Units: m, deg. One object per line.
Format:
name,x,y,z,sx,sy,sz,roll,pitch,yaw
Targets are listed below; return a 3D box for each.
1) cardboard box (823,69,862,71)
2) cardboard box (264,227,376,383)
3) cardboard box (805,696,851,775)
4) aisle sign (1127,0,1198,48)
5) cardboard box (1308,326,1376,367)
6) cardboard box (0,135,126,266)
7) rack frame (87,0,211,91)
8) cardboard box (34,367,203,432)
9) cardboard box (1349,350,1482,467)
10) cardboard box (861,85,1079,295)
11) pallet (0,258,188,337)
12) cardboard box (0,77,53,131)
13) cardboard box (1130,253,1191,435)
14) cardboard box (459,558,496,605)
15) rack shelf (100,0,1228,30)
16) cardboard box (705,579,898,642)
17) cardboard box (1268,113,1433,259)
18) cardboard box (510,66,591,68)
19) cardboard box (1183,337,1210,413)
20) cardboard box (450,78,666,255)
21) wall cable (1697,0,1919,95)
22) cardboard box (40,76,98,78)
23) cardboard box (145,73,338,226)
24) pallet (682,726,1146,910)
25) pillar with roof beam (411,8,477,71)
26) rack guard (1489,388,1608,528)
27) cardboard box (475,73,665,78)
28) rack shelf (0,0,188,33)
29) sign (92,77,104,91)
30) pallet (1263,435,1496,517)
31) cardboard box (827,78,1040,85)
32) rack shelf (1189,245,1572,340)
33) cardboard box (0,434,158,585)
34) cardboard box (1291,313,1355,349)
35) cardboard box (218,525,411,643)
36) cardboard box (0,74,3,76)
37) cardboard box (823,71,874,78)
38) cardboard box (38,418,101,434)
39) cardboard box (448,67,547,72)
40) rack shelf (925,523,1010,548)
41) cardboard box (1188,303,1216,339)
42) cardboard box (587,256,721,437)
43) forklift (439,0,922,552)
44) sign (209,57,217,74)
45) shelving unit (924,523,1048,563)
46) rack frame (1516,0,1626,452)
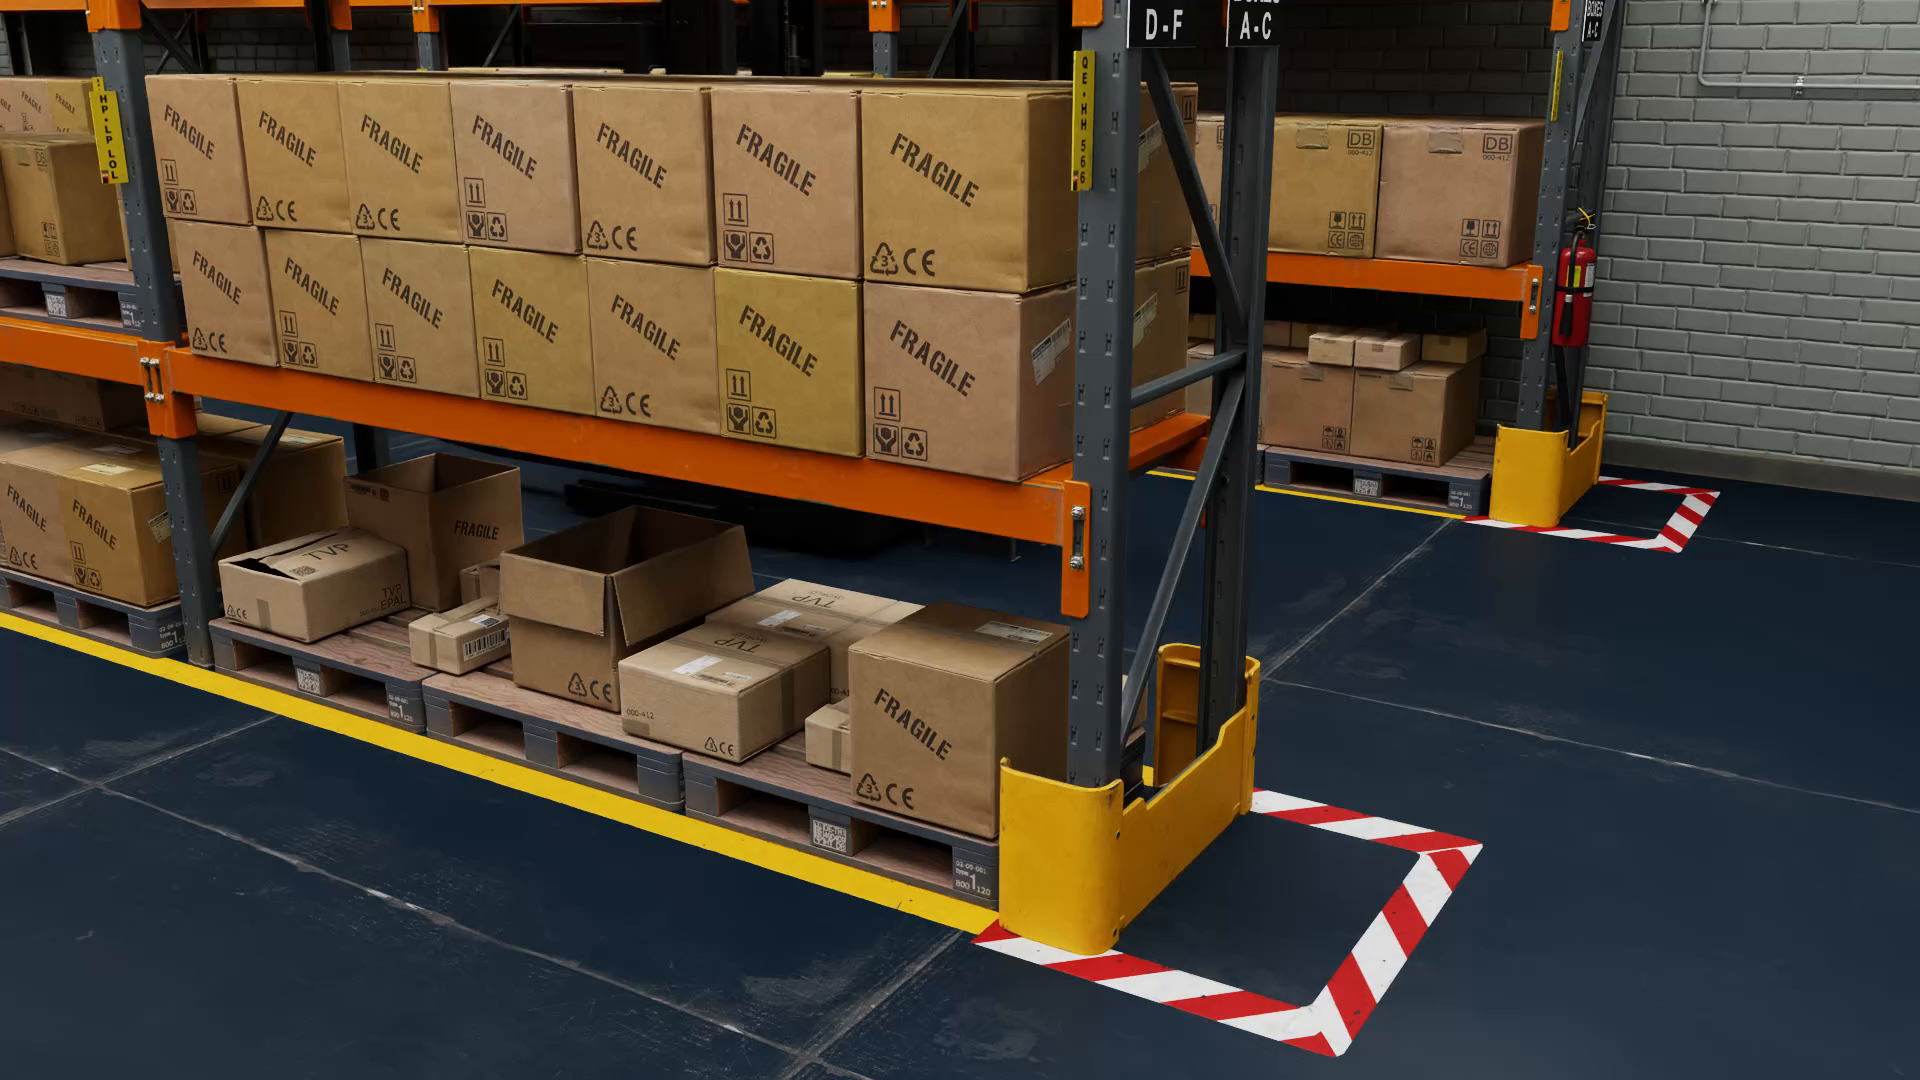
cardboard box,-0.920,-3.045,11.235,0.500,0.250,0.500,10,20,31
cardboard box,-2.075,-0.872,5.919,0.500,0.500,0.500,11,20,31
cardboard box,-0.286,0.602,5.357,0.250,0.166,0.380,10,20,30
aisle sign,0.502,-1.595,4.000,0.004,0.787,0.394,10,20,30
cardboard box,2.121,-1.075,9.222,0.250,0.149,0.380,11,20,32
cardboard box,-3.710,-1.511,7.301,0.500,0.500,0.700,14,22,39
rack frame,-7.032,-3.490,14.711,0.127,3.000,1.000,10,20,30
cardboard box,-3.941,-0.706,7.796,0.500,0.250,0.500,10,20,30
cardboard box,2.544,-0.752,9.273,0.500,0.500,0.700,10,20,30
cardboard box,0.081,-0.964,4.500,0.500,0.500,0.500,10,20,30
pallet,-3.428,-1.103,7.181,1.213,0.211,1.003,10,20,30
cardboard box,-8.449,-3.936,15.112,0.500,0.500,0.500,9,19,28
cardboard box,0.364,-0.618,5.084,0.500,0.500,0.500,11,20,31
cardboard box,-1.820,0.166,6.822,0.250,0.149,0.380,10,20,30
rack shelf,-1.100,-1.833,5.332,4.000,0.370,1.077,10,20,30
cardboard box,-0.563,0.362,6.001,0.500,0.250,0.500,10,20,30
cardboard box,2.128,-1.992,9.261,0.700,0.700,0.980,10,20,30
cardboard box,-3.102,-3.436,12.523,0.500,0.250,0.500,11,20,32
cardboard box,1.231,-0.984,10.036,0.500,0.500,0.700,11,20,31
cardboard box,-1.232,-1.196,5.266,0.500,0.500,0.500,11,20,32
wall cable,4.779,-2.191,8.685,1.851,1.984,0.084,10,20,30
cardboard box,-8.184,-4.067,15.543,0.500,0.500,0.500,11,20,32
cardboard box,-2.550,-1.431,6.039,0.500,0.500,0.500,11,20,31
pallet,-0.141,0.764,5.503,1.213,0.211,1.003,10,20,30
pillar with roof beam,-6.532,-5.098,9.682,0.400,9.000,9.100,10,20,30
rack guard,3.214,-0.465,9.054,0.348,0.500,1.175,10,20,30
cardboard box,-1.371,-1.406,5.956,0.500,0.500,0.500,10,20,30
rack shelf,-8.737,-4.886,15.381,4.000,0.370,1.077,10,20,30
sign,-7.310,-3.769,14.139,0.005,0.325,0.100,10,20,30
pallet,2.471,-0.433,9.444,1.213,0.211,1.003,10,20,30
cardboard box,-0.086,-1.174,5.194,0.500,0.500,0.500,10,20,31
rack shelf,1.489,-1.625,9.808,4.000,0.370,1.077,10,20,30
cardboard box,-3.792,-0.142,7.232,0.500,0.500,0.500,10,20,30
cardboard box,2.110,-1.208,9.658,0.250,0.149,0.380,10,20,31
cardboard box,-2.560,0.147,6.605,0.500,0.311,0.500,10,20,30
cardboard box,-9.504,-4.297,16.301,0.500,0.500,0.500,10,20,31
cardboard box,-0.747,-2.840,10.561,0.500,0.250,0.500,11,20,31
cardboard box,-3.972,-0.351,7.919,0.500,0.500,0.500,10,20,31
cardboard box,-3.347,-3.303,12.087,0.500,0.250,0.500,11,20,31
rack shelf,0.141,-0.297,8.201,0.480,0.518,0.431,10,20,30
cardboard box,1.459,-1.324,10.040,0.250,0.149,0.380,10,19,29
cardboard box,-0.786,-0.642,5.160,0.500,0.500,0.500,10,20,30
forklift,-1.512,-1.638,8.730,3.031,2.935,1.130,9,19,28
sign,-6.745,-4.182,14.997,0.005,0.325,0.100,10,20,30
shelving unit,0.141,-0.979,7.993,0.503,2.100,0.431,10,20,30
rack frame,3.193,-1.665,8.702,0.127,3.000,1.000,10,20,30
